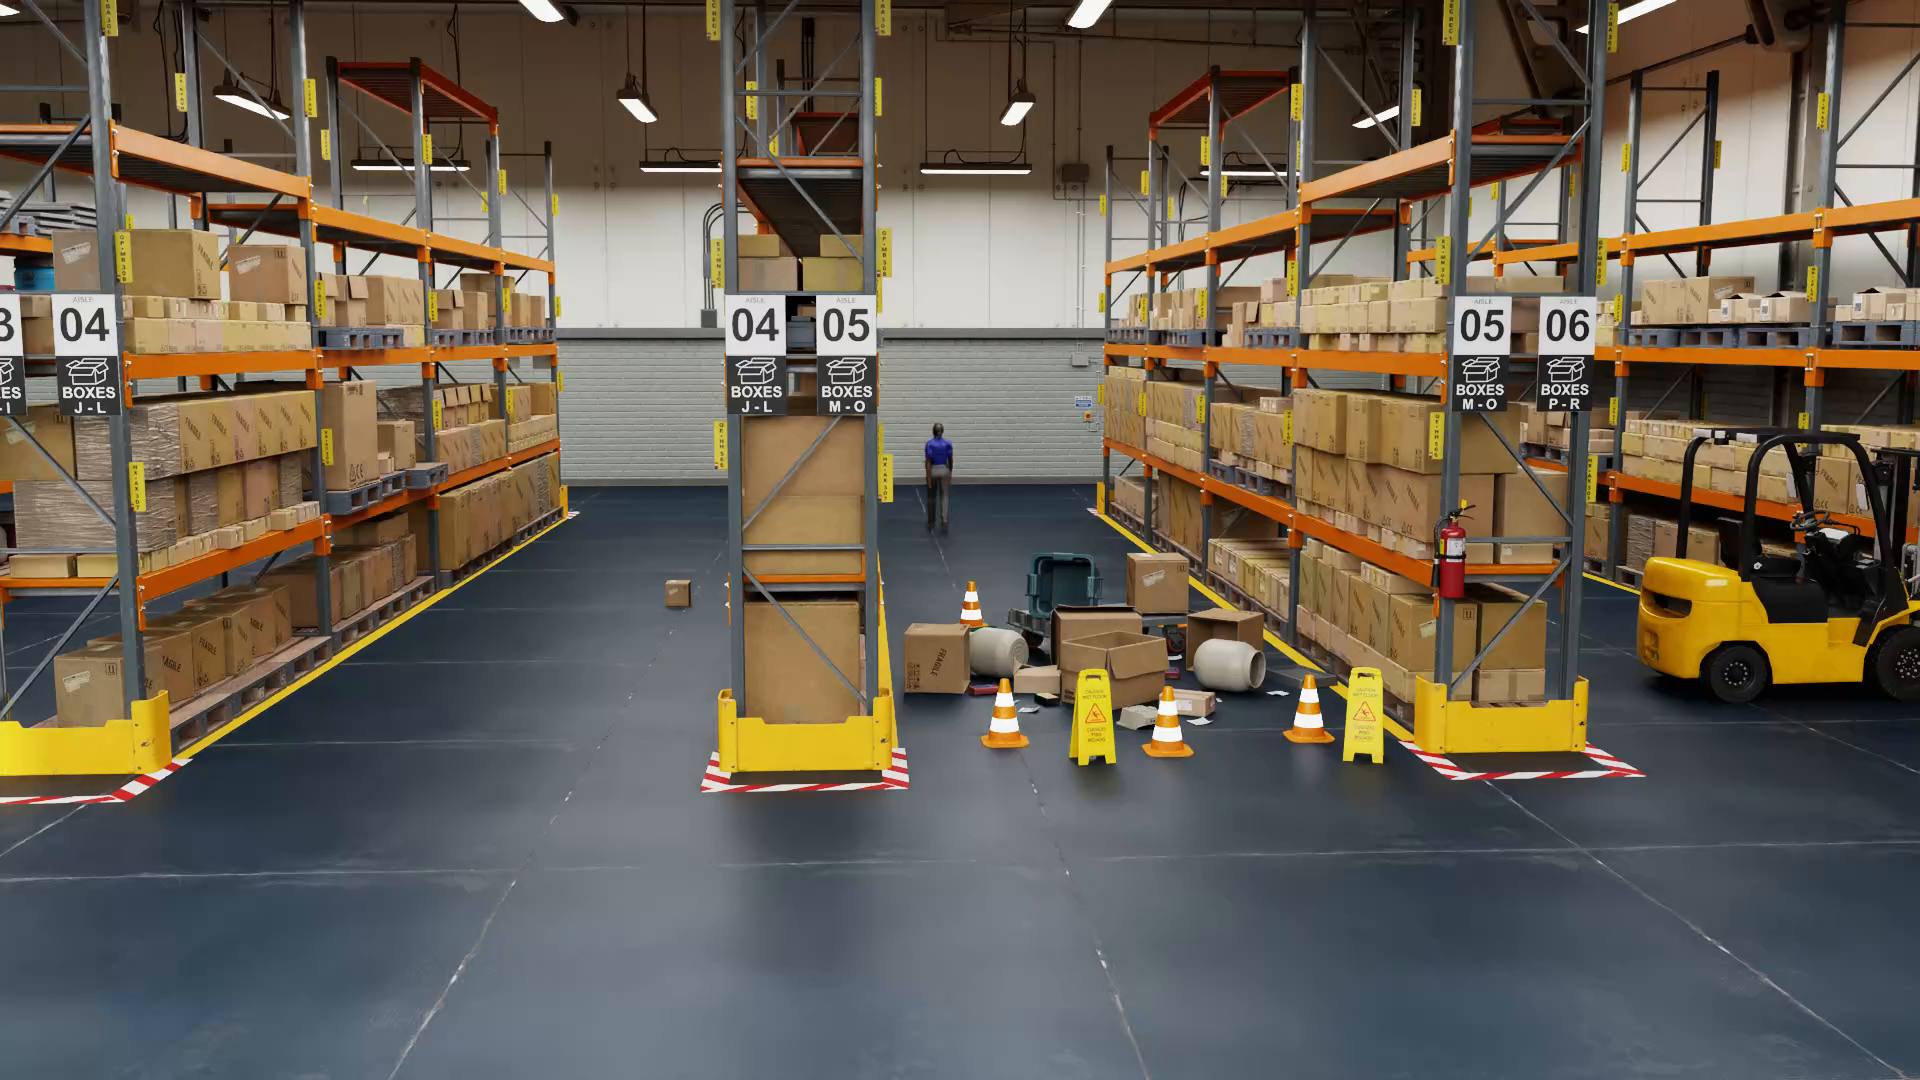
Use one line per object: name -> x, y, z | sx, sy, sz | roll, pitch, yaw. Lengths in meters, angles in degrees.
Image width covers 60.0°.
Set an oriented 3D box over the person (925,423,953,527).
person -> -0.320, -0.990, 25.360 | 0.438, 1.606, 0.960 | 0, 7, -3
